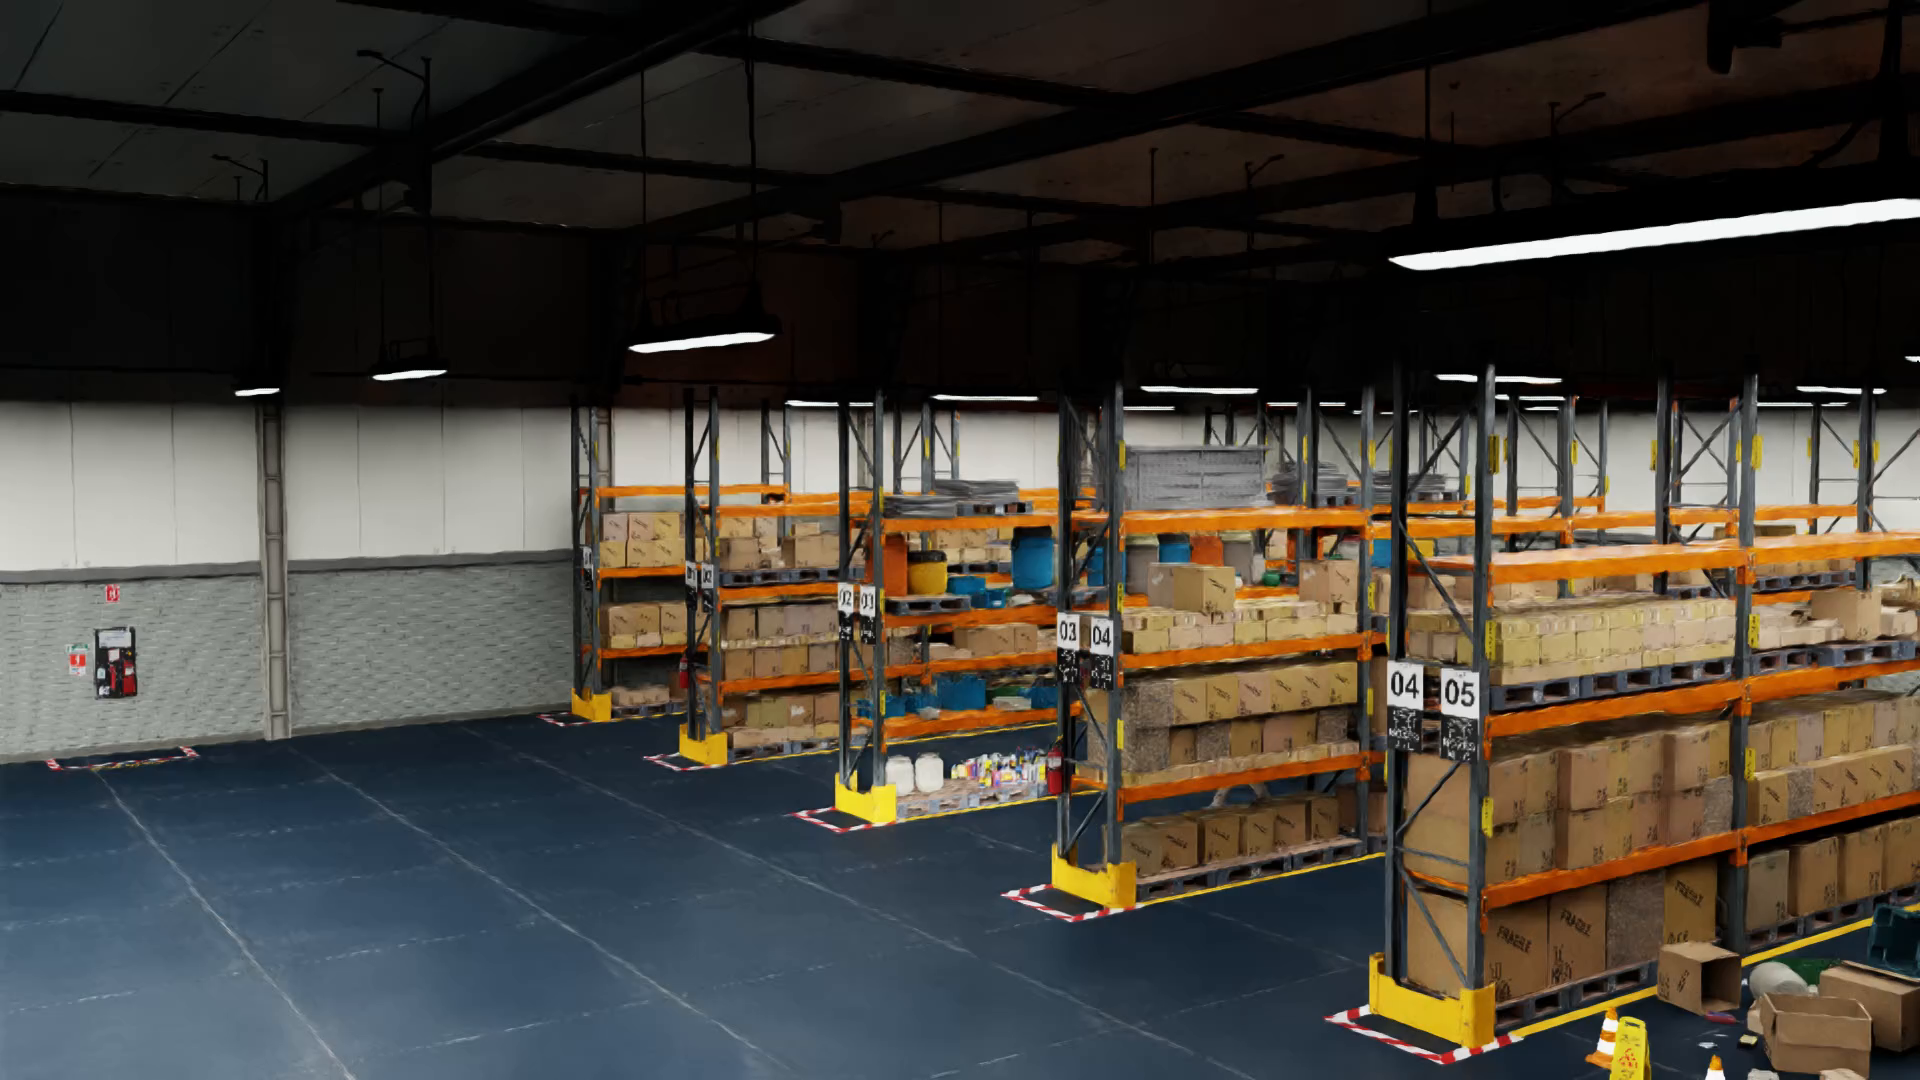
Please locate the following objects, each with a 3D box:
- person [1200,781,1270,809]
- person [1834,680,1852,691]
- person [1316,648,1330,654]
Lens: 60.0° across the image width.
[{"bbox_3d":[3.817,2.945,22.770,1.029,1.657,0.535,-2,4,-25],"label":"person"},{"bbox_3d":[12.904,2.855,24.200,0.454,1.679,0.535,3,4,38],"label":"person"},{"bbox_3d":[7.236,2.292,32.756,0.389,1.764,0.665,3,5,44],"label":"person"}]
